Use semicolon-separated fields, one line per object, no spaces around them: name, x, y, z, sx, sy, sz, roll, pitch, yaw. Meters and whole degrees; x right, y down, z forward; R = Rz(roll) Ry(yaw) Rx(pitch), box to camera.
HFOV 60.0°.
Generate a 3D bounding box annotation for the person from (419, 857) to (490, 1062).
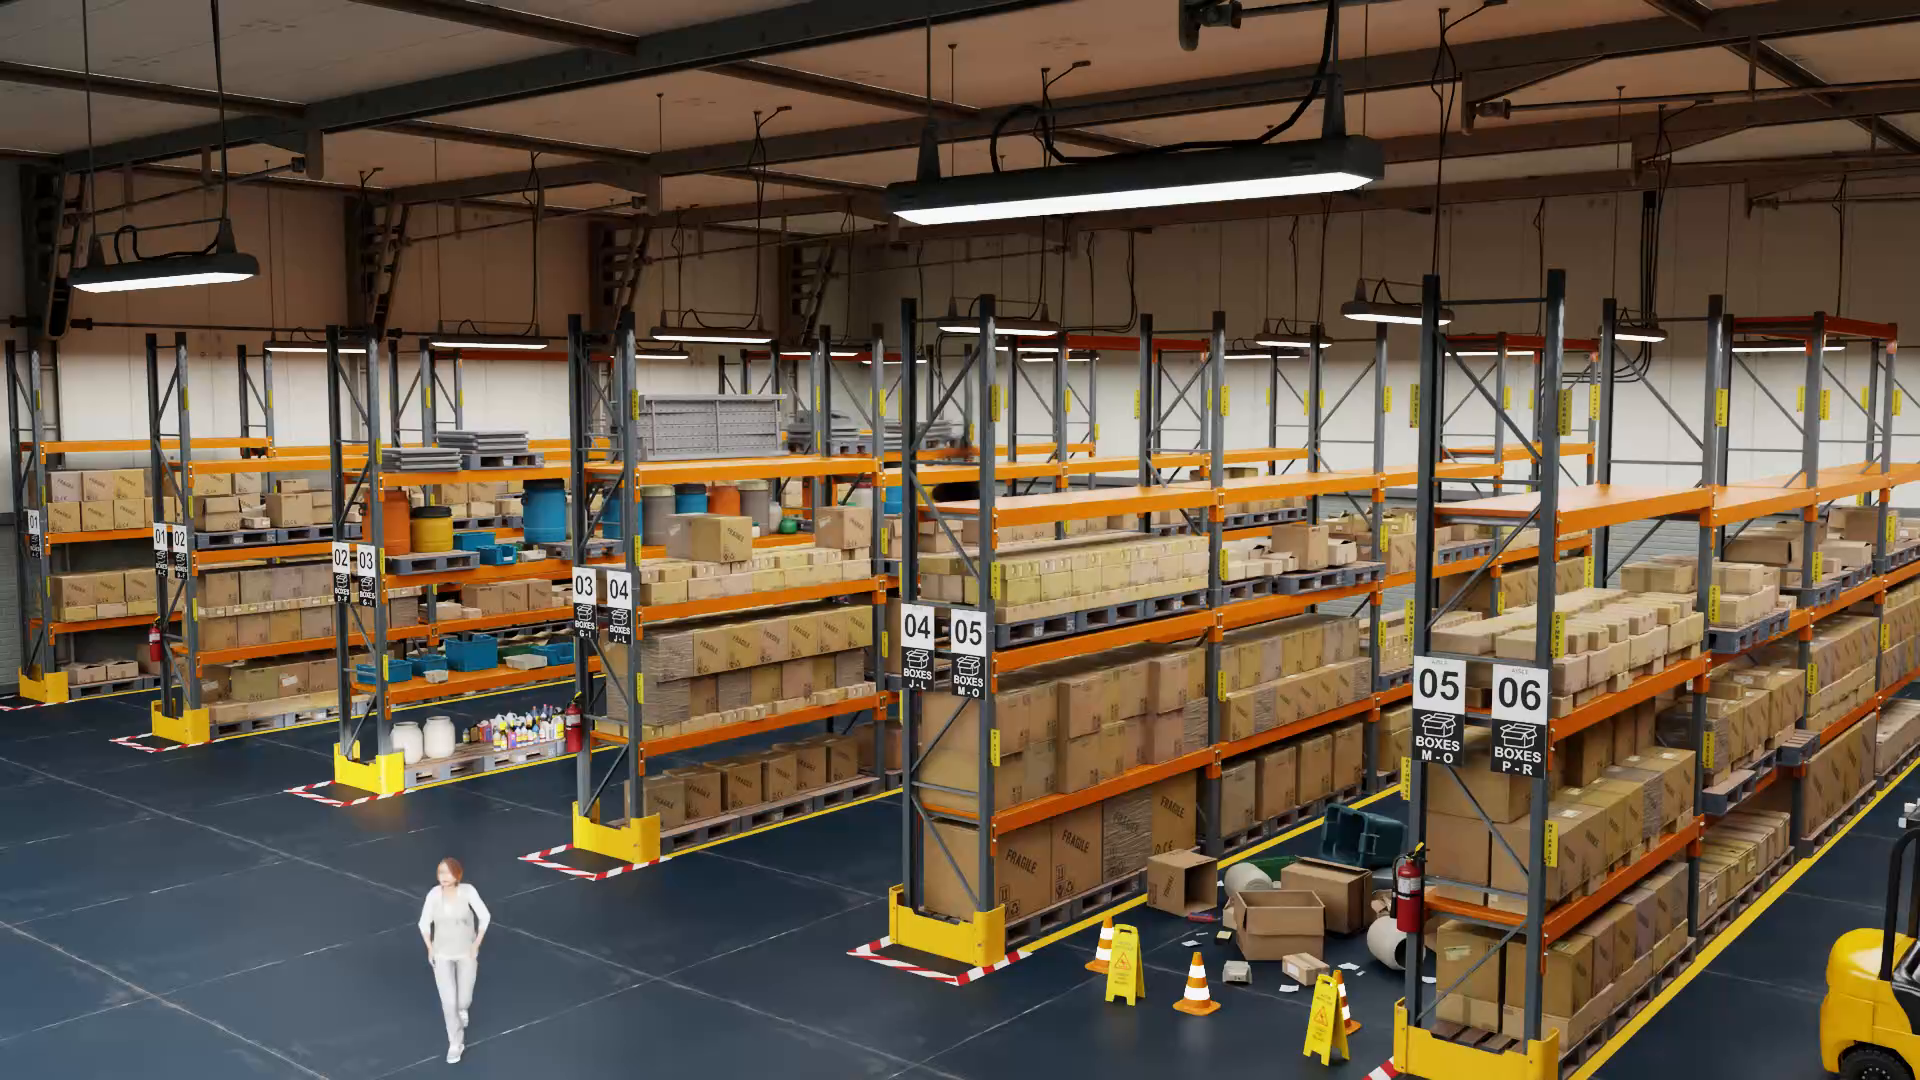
person;-3.941;3.232;12.980;0.536;1.570;0.515;-1;5;-9
